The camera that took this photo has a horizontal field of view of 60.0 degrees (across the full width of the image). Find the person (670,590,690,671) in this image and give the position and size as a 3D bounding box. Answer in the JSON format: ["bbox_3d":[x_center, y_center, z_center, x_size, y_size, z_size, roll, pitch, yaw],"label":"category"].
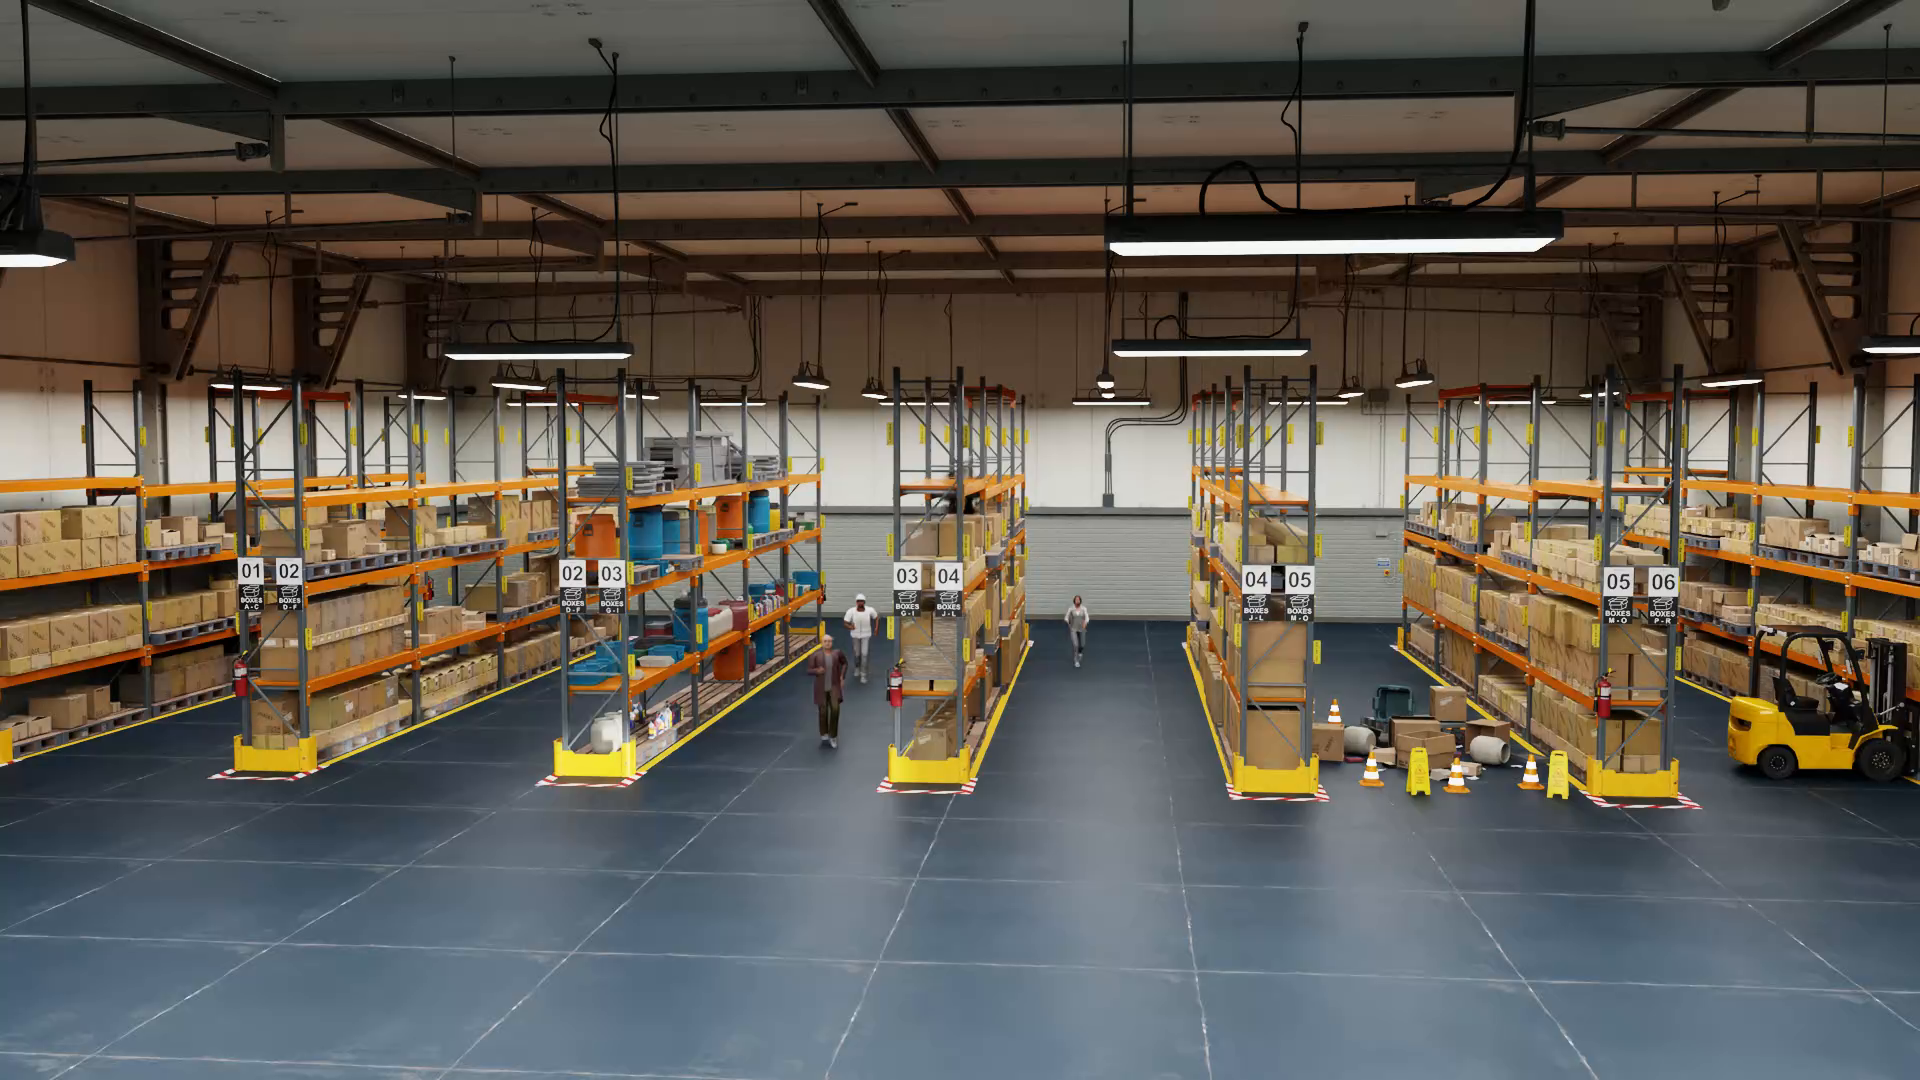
[{"bbox_3d":[-5.869,1.935,35.542,0.674,1.751,0.587,0,4,2],"label":"person"}]

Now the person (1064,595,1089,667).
[{"bbox_3d":[2.546,1.975,36.239,0.537,1.549,0.582,0,4,-1],"label":"person"}]

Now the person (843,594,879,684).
[{"bbox_3d":[-2.027,1.998,34.066,0.723,1.795,0.864,0,4,-1],"label":"person"}]

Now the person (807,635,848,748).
[{"bbox_3d":[-2.147,2.544,26.913,0.666,1.631,0.775,0,4,-8],"label":"person"}]
